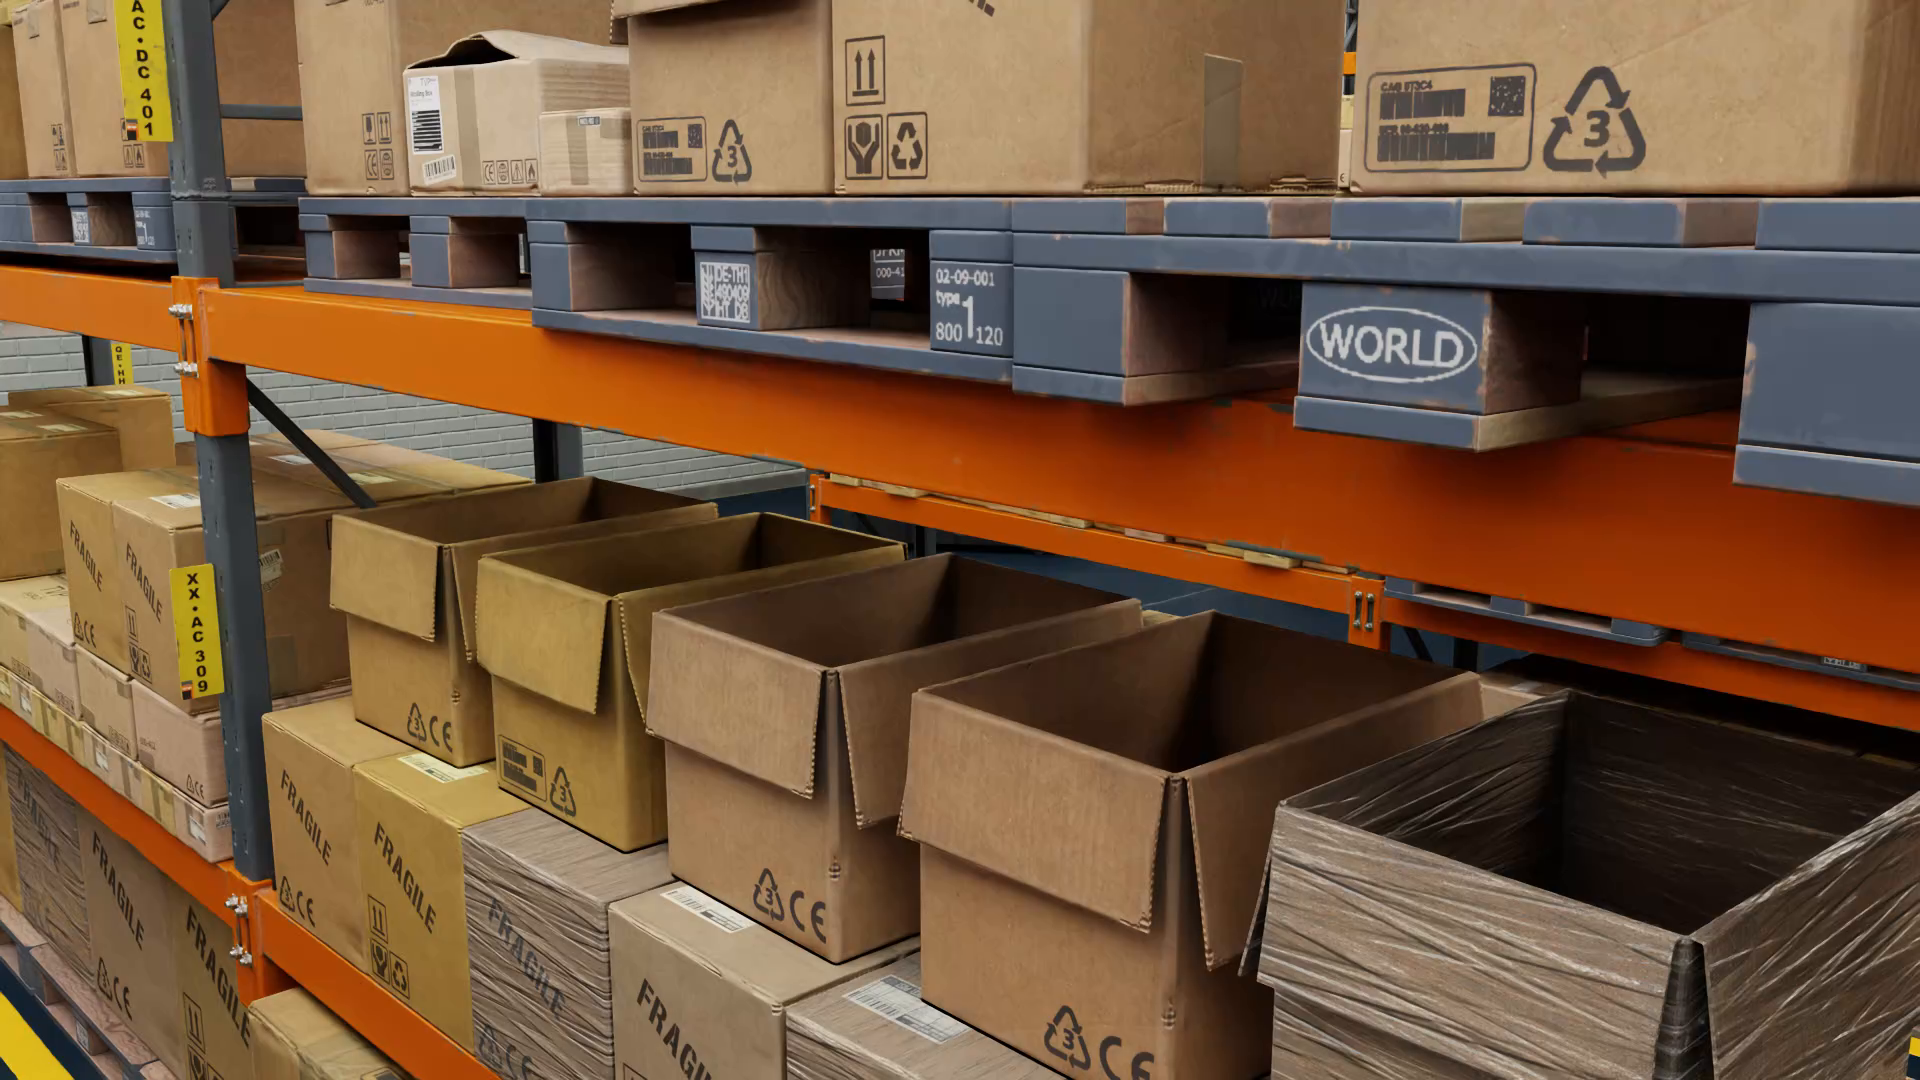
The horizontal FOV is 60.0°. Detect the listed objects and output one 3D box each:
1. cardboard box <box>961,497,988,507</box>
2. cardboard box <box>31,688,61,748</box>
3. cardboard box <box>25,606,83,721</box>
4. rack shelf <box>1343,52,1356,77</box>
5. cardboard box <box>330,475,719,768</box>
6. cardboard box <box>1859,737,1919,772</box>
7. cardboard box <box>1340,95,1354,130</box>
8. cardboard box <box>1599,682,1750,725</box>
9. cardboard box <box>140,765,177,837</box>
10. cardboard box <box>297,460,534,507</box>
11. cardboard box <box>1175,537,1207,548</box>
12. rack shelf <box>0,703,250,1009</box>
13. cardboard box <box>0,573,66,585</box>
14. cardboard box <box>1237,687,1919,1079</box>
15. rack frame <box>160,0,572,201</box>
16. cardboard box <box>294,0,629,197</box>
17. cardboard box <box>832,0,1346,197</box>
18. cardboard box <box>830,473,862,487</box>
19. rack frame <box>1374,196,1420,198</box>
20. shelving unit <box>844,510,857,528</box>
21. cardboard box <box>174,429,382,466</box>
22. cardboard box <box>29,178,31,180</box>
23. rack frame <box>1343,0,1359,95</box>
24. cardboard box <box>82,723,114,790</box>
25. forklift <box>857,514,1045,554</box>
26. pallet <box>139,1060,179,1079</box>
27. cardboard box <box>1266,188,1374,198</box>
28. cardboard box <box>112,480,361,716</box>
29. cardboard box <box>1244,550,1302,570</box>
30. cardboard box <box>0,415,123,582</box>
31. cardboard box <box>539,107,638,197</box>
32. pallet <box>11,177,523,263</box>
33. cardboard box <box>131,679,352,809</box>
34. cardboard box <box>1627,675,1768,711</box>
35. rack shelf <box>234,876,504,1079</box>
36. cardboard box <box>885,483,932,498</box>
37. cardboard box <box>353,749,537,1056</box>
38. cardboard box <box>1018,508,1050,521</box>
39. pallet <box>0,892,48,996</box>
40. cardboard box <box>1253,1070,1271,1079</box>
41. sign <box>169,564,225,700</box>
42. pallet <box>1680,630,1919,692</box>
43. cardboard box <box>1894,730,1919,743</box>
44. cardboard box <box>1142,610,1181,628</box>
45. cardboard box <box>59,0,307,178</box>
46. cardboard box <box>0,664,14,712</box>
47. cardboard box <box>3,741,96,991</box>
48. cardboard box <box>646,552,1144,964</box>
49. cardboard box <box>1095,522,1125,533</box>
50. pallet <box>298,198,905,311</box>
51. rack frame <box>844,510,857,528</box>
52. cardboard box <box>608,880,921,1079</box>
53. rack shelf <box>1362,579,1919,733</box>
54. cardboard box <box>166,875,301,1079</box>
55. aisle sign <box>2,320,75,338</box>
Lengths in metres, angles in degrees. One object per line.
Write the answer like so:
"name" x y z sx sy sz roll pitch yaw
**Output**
"cardboard box" 0.225 -0.295 9.534 0.380 0.149 0.250 -11 16 -43
"cardboard box" -2.792 0.546 5.452 0.380 0.149 0.250 -11 16 -43
"cardboard box" -2.664 0.359 5.369 0.500 0.250 0.500 -10 16 -41
"rack shelf" 4.329 -3.454 12.149 1.077 0.370 4.000 -11 16 -43
"cardboard box" -1.010 0.161 3.964 0.637 0.503 0.797 11 16 44
"cardboard box" 3.604 0.956 6.134 0.500 0.250 0.500 -10 16 -41
"cardboard box" 1.786 -1.911 7.463 0.250 0.149 0.380 11 16 43
"cardboard box" 2.889 0.806 6.862 0.500 0.250 0.500 -10 16 -41
"cardboard box" -2.083 0.696 4.724 0.380 0.149 0.250 -10 16 -41
"cardboard box" -1.603 0.064 4.944 0.500 0.500 0.500 -11 16 -43
"cardboard box" 1.307 -0.070 8.442 0.250 0.149 0.380 11 16 44
"rack shelf" -2.838 0.669 6.011 1.077 0.370 4.000 -11 16 -43
"cardboard box" -3.375 0.209 6.096 0.500 0.250 0.500 11 16 43
"cardboard box" 0.812 0.543 2.106 0.797 0.503 0.637 -10 15 -41
"rack frame" -1.457 -2.329 3.917 1.000 3.000 0.127 -11 16 -43
"cardboard box" -1.049 -1.032 3.763 0.700 0.500 0.500 -10 16 -41
"cardboard box" 0.172 -0.724 2.269 0.500 0.500 0.500 -10 15 -40
"cardboard box" -0.576 -0.435 10.213 0.380 0.149 0.250 -11 16 -43
"rack frame" 2.200 -3.006 7.200 1.000 3.000 0.127 -11 16 -43
"shelving unit" -0.937 -0.747 15.563 0.258 1.200 0.503 1 12 4
"cardboard box" -2.300 -0.084 5.663 0.500 0.500 0.500 11 16 43
"cardboard box" -2.668 -1.445 5.521 0.700 0.500 0.500 -10 15 -40
"rack frame" 2.948 -4.294 13.453 1.000 3.000 0.127 -11 16 -43
"cardboard box" -2.437 0.621 5.088 0.380 0.149 0.250 -11 16 -42
"forklift" 0.654 -1.424 14.557 3.031 2.935 1.130 1 12 6
"pallet" -1.926 1.853 5.395 1.003 0.211 1.213 -11 16 -43
"cardboard box" 1.666 -1.497 7.683 0.500 0.250 0.500 -10 16 -41
"cardboard box" -1.968 0.140 4.576 0.500 0.500 0.500 -10 15 -41
"cardboard box" 1.577 0.024 7.983 0.250 0.149 0.380 11 16 44
"cardboard box" -3.376 -0.159 6.025 0.500 0.500 0.500 11 16 44
"cardboard box" -0.537 -0.705 3.046 0.250 0.149 0.380 11 16 43
"pallet" -2.015 -0.938 4.815 1.003 0.211 1.213 -11 16 -43
"cardboard box" -1.952 0.509 4.642 0.500 0.250 0.500 -11 16 -44
"cardboard box" 3.242 0.734 7.210 0.500 0.250 0.500 -10 15 -40
"rack shelf" -0.076 1.253 3.178 1.077 0.370 4.000 -11 16 -43
"cardboard box" -0.223 -0.357 9.834 0.250 0.149 0.380 11 16 44
"cardboard box" -0.973 0.735 3.661 0.500 0.500 0.500 -11 16 -42
"cardboard box" 0.538 -0.215 9.142 0.380 0.149 0.250 -10 15 -41
"pallet" -3.611 1.497 7.123 1.003 0.211 1.213 -11 16 -43
"cardboard box" 0.445 1.033 2.218 0.500 0.500 0.500 -11 16 -43
"sign" -1.858 0.224 4.050 0.100 0.325 0.005 -11 16 -43
"pallet" 3.566 0.327 6.366 1.003 0.211 1.213 -11 16 -43
"cardboard box" 3.978 0.885 6.477 0.500 0.250 0.500 -11 16 -42
"cardboard box" 1.051 0.521 9.499 0.380 0.149 0.250 -11 16 -42
"cardboard box" -2.041 -1.270 4.670 0.500 0.500 0.700 11 16 42
"cardboard box" -3.150 0.470 5.817 0.250 0.149 0.380 11 16 44
"cardboard box" -3.091 1.075 6.484 0.875 0.875 0.875 -11 16 -43
"cardboard box" -0.104 0.351 3.040 0.797 0.503 0.637 -10 15 -41
"cardboard box" 0.929 -0.144 8.801 0.380 0.149 0.250 -11 16 -43
"pallet" -0.788 -0.640 3.623 1.217 0.209 0.805 11 16 43
"rack frame" -0.955 -0.698 15.324 0.240 1.200 0.015 1 12 4
"cardboard box" -0.267 0.883 2.944 0.500 0.500 0.500 -10 16 -41
"rack shelf" 3.581 0.577 6.461 1.077 0.370 4.000 -11 16 -43
"cardboard box" -1.855 1.336 5.216 0.875 0.875 0.875 -11 16 -43
"aisle sign" -4.052 -1.300 7.347 0.394 0.787 0.004 -11 16 -43
